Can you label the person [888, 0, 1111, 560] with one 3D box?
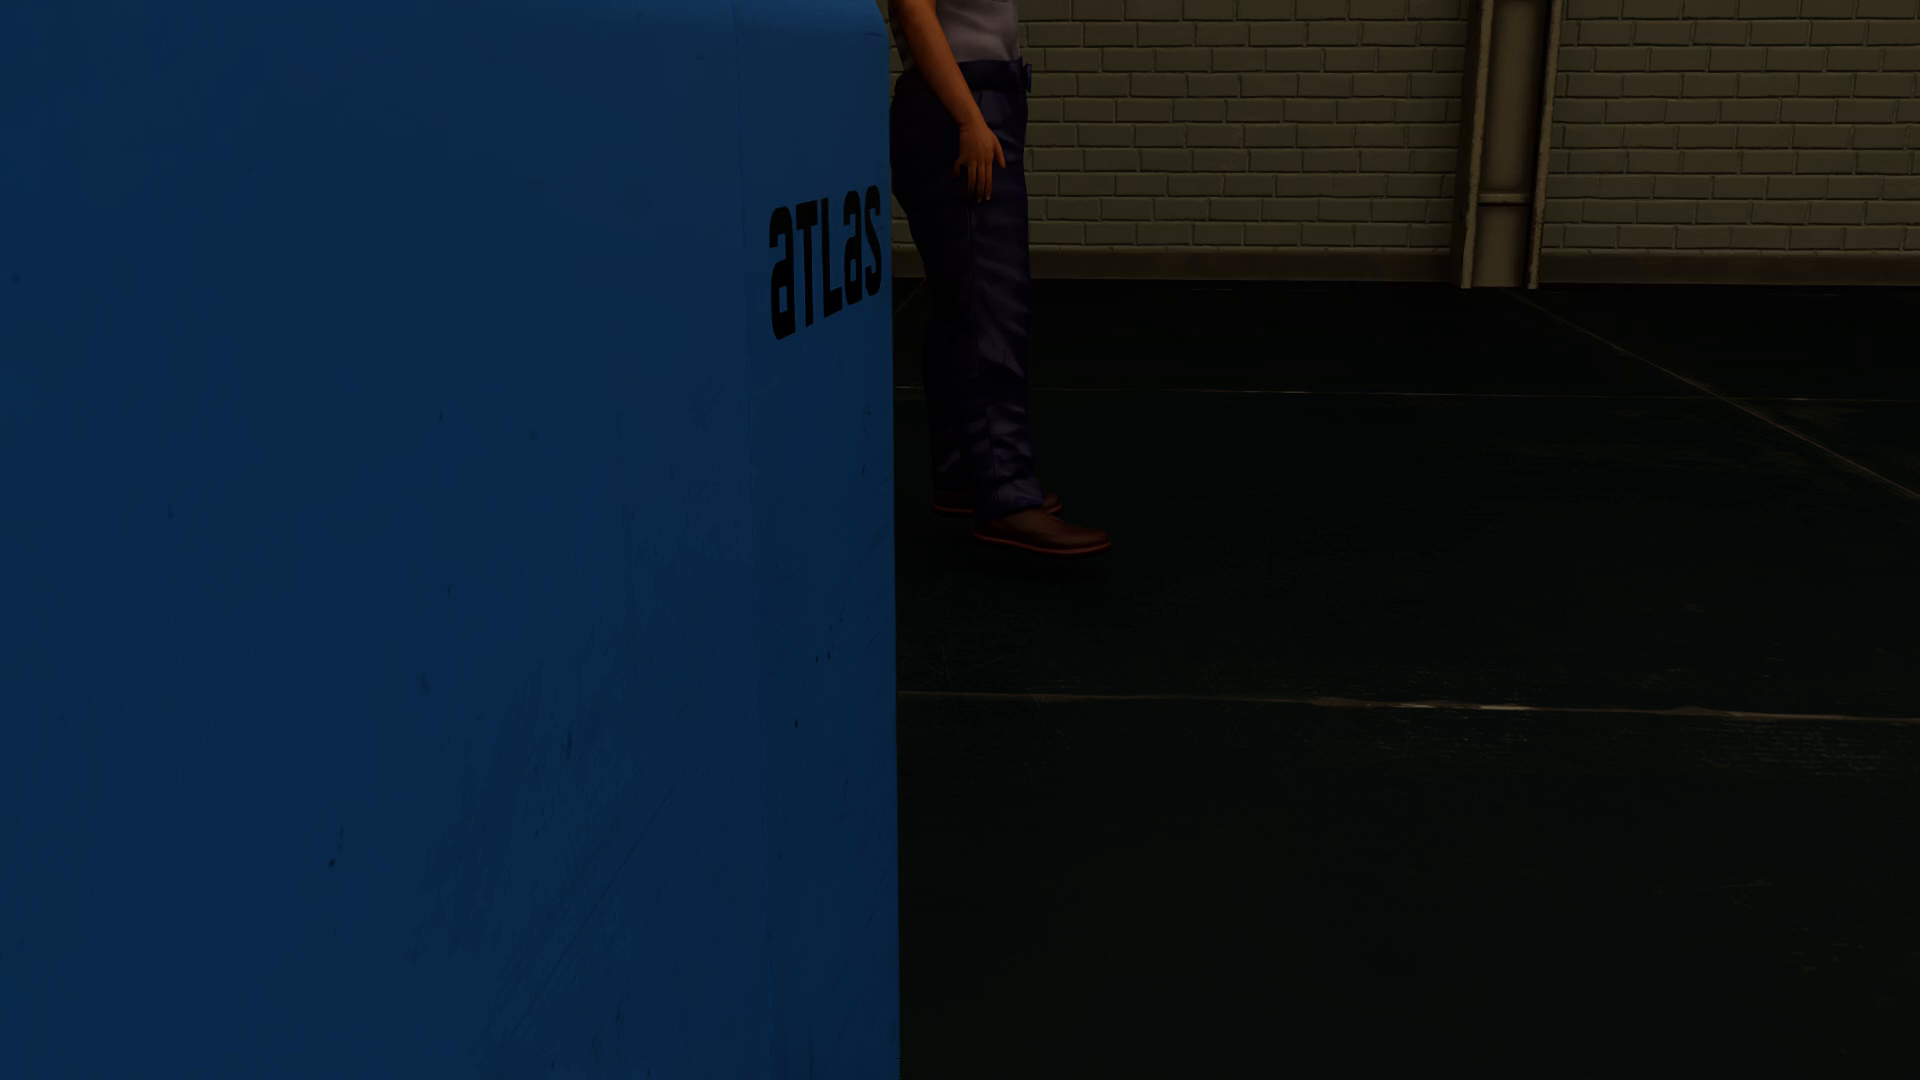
[{"bbox_3d":[0.088,-0.833,3.556,0.502,1.651,0.598,1,15,4],"label":"person"}]
